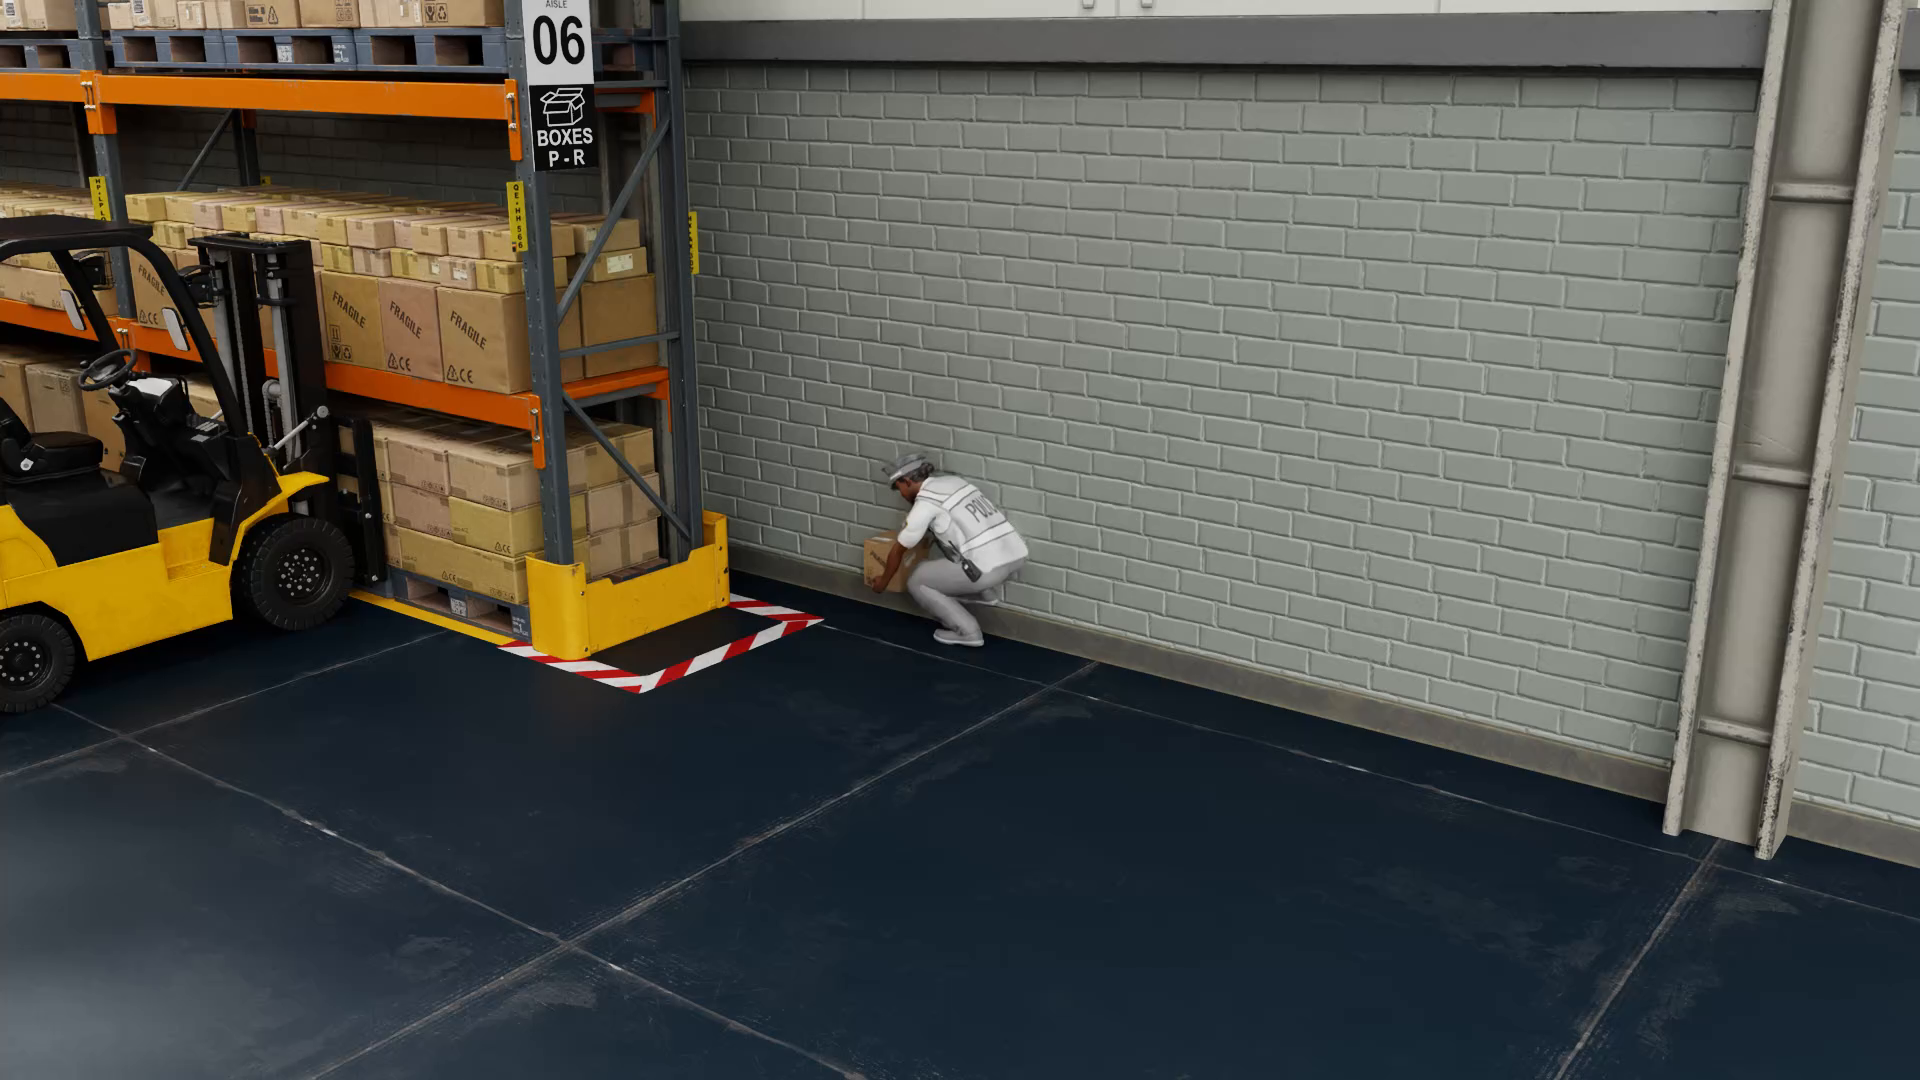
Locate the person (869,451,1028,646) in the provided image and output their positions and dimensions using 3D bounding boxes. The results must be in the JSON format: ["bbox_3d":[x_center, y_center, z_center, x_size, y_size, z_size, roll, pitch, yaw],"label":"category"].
[{"bbox_3d":[-0.060,0.028,8.669,0.861,0.971,0.480,12,20,35],"label":"person"}]
